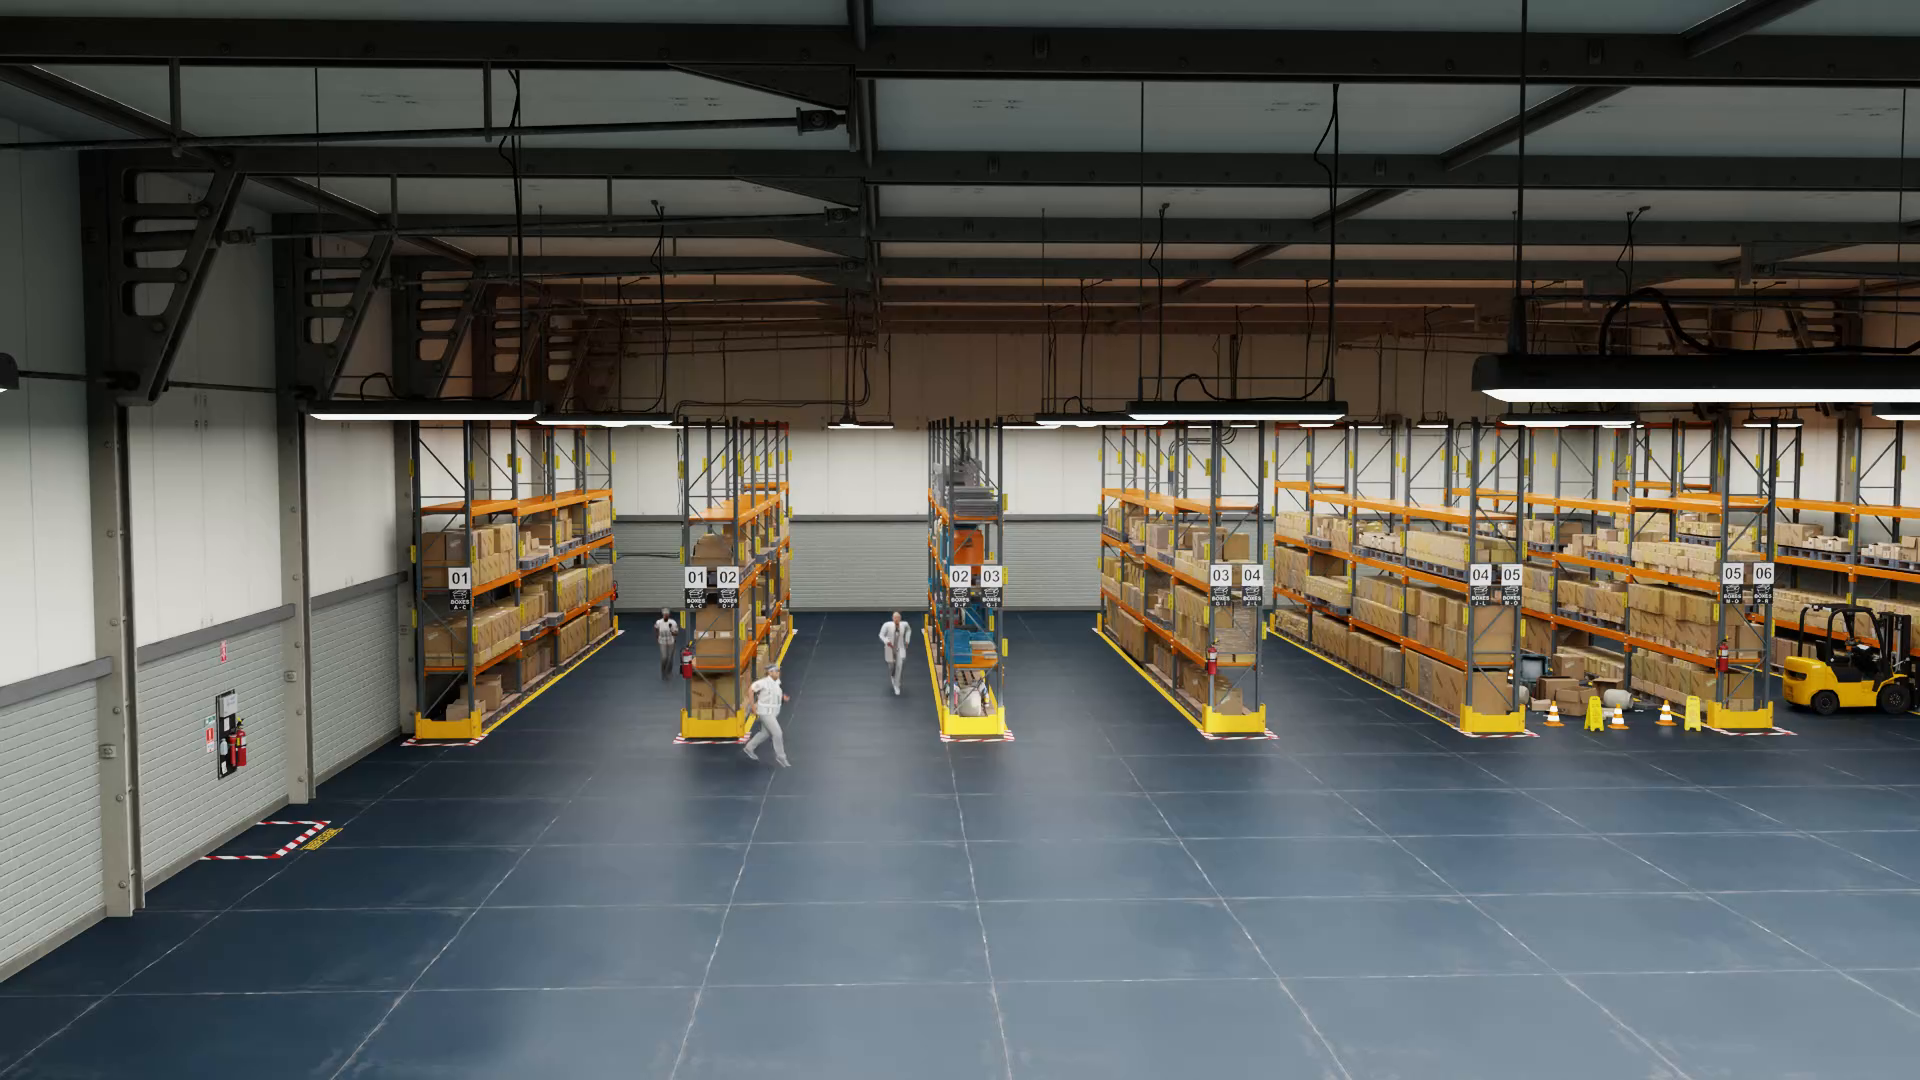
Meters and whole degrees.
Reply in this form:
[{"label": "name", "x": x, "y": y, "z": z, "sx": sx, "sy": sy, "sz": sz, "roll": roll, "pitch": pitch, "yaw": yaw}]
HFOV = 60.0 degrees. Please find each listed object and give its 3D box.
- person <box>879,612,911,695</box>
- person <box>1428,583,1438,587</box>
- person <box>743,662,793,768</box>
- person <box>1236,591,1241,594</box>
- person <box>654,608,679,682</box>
[{"label": "person", "x": -1.431, "y": 2.458, "z": 36.706, "sx": 0.712, "sy": 1.778, "sz": 1.188, "roll": 0, "pitch": 4, "yaw": -5}, {"label": "person", "x": 14.122, "y": 1.729, "z": 49.313, "sx": 0.745, "sy": 1.621, "sz": 0.545, "roll": 0, "pitch": 4, "yaw": 3}, {"label": "person", "x": -3.288, "y": 2.991, "z": 28.470, "sx": 0.939, "sy": 1.825, "sz": 0.688, "roll": 2, "pitch": 4, "yaw": 23}, {"label": "person", "x": 7.730, "y": 1.829, "z": 47.489, "sx": 0.651, "sy": 1.714, "sz": 0.671, "roll": 1, "pitch": 4, "yaw": 21}, {"label": "person", "x": -6.724, "y": 2.413, "z": 38.115, "sx": 0.576, "sy": 1.731, "sz": 0.757, "roll": -1, "pitch": 4, "yaw": -8}]
